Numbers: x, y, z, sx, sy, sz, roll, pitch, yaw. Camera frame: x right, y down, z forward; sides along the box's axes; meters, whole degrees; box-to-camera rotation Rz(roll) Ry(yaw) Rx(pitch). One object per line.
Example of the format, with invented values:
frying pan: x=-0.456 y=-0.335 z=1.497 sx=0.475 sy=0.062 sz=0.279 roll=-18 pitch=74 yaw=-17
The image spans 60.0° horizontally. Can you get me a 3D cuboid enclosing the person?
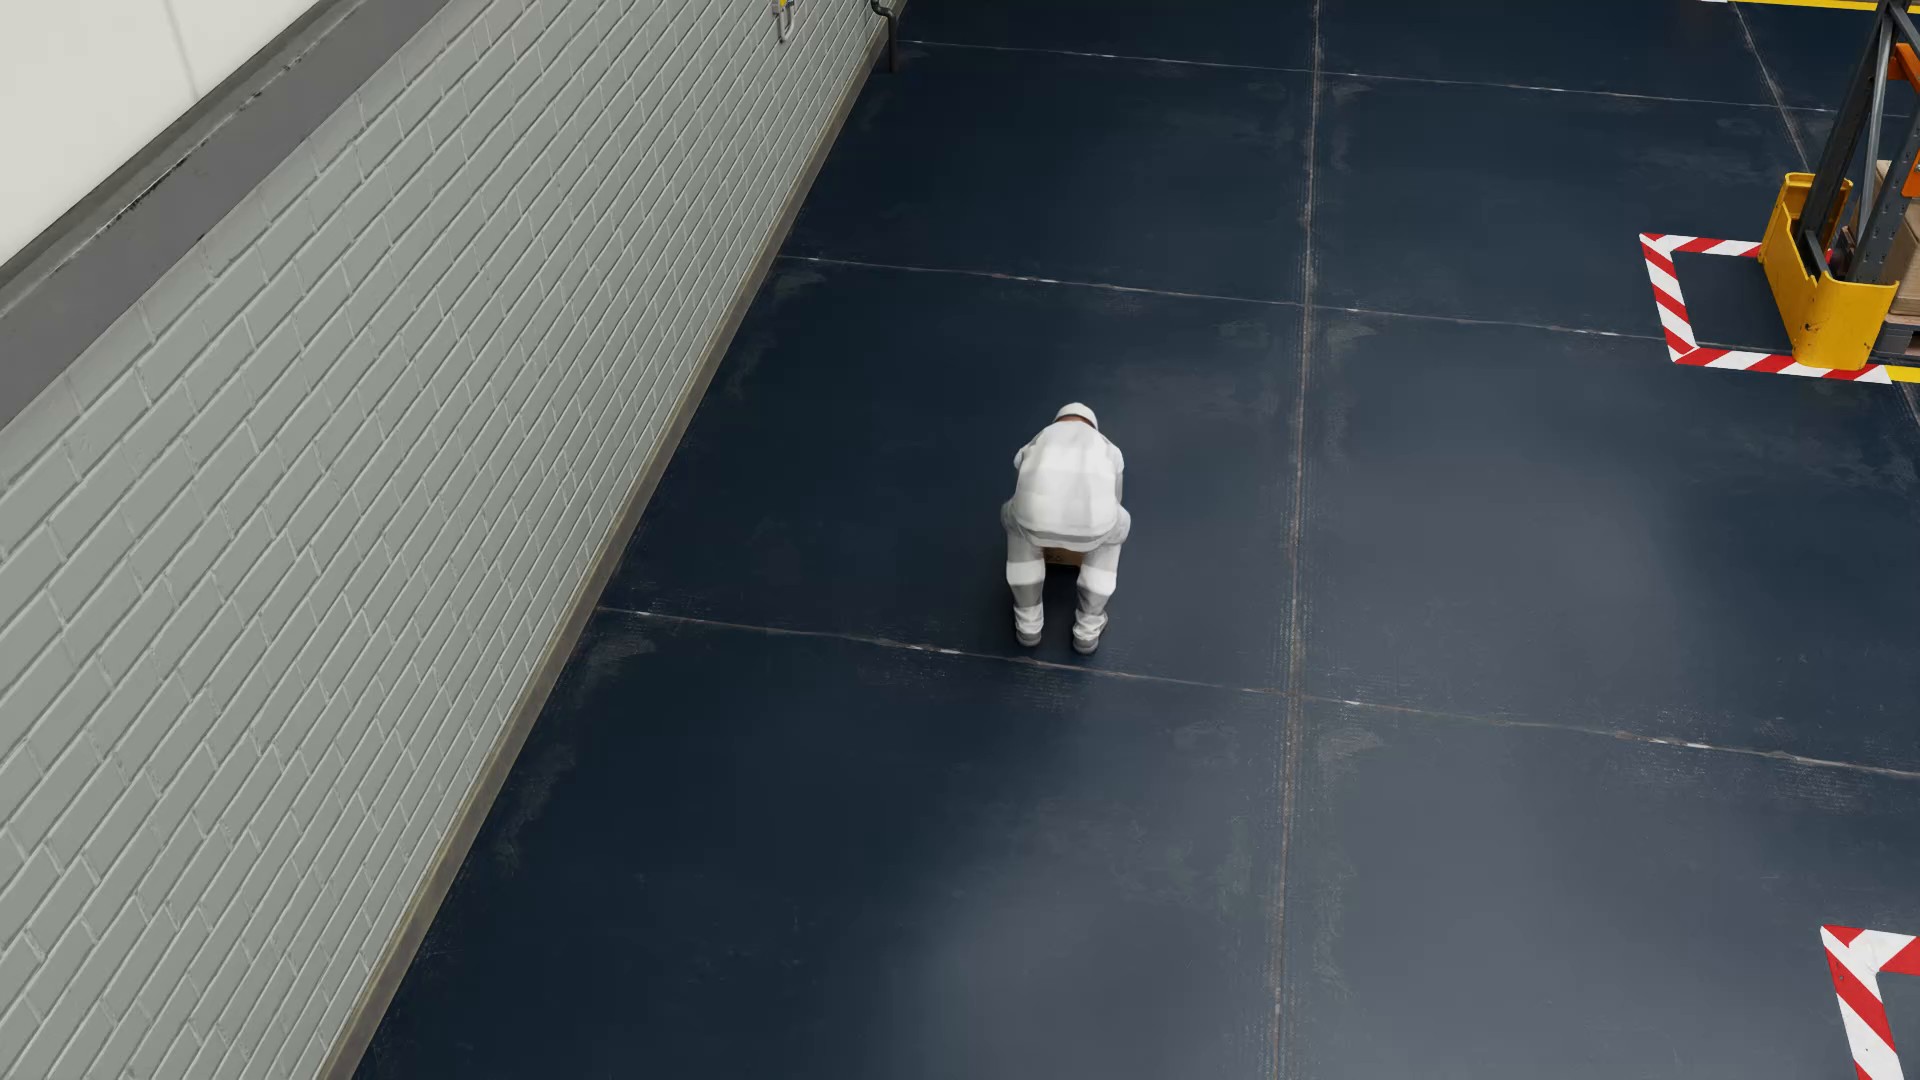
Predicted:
person: x=0.440 y=-0.104 z=6.892 sx=0.532 sy=0.970 sz=0.948 roll=5 pitch=40 yaw=6
